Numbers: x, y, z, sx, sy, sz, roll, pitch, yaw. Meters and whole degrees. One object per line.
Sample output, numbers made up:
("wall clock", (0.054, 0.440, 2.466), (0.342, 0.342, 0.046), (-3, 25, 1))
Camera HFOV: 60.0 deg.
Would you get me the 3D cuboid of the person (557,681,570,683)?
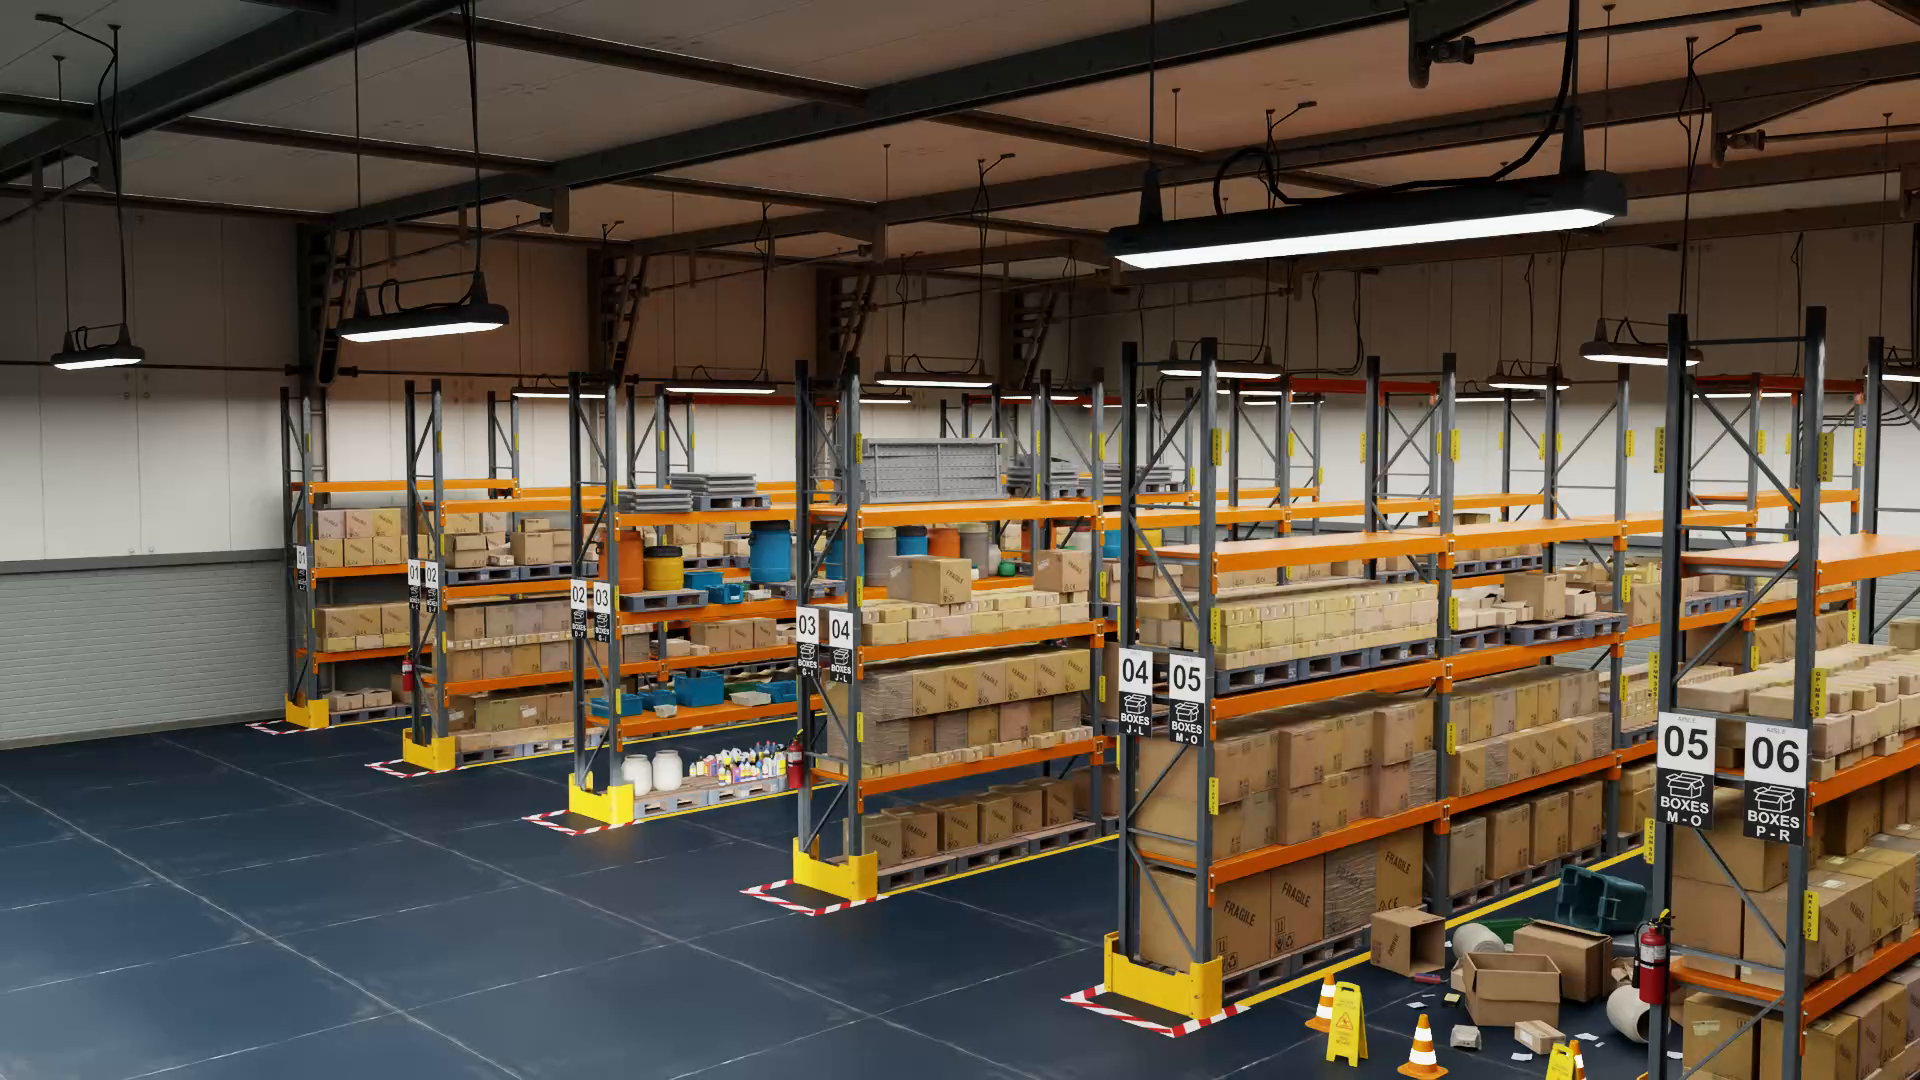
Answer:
("person", (-7.006, 2.435, 29.642), (0.624, 1.695, 0.632), (1, 4, 11))
